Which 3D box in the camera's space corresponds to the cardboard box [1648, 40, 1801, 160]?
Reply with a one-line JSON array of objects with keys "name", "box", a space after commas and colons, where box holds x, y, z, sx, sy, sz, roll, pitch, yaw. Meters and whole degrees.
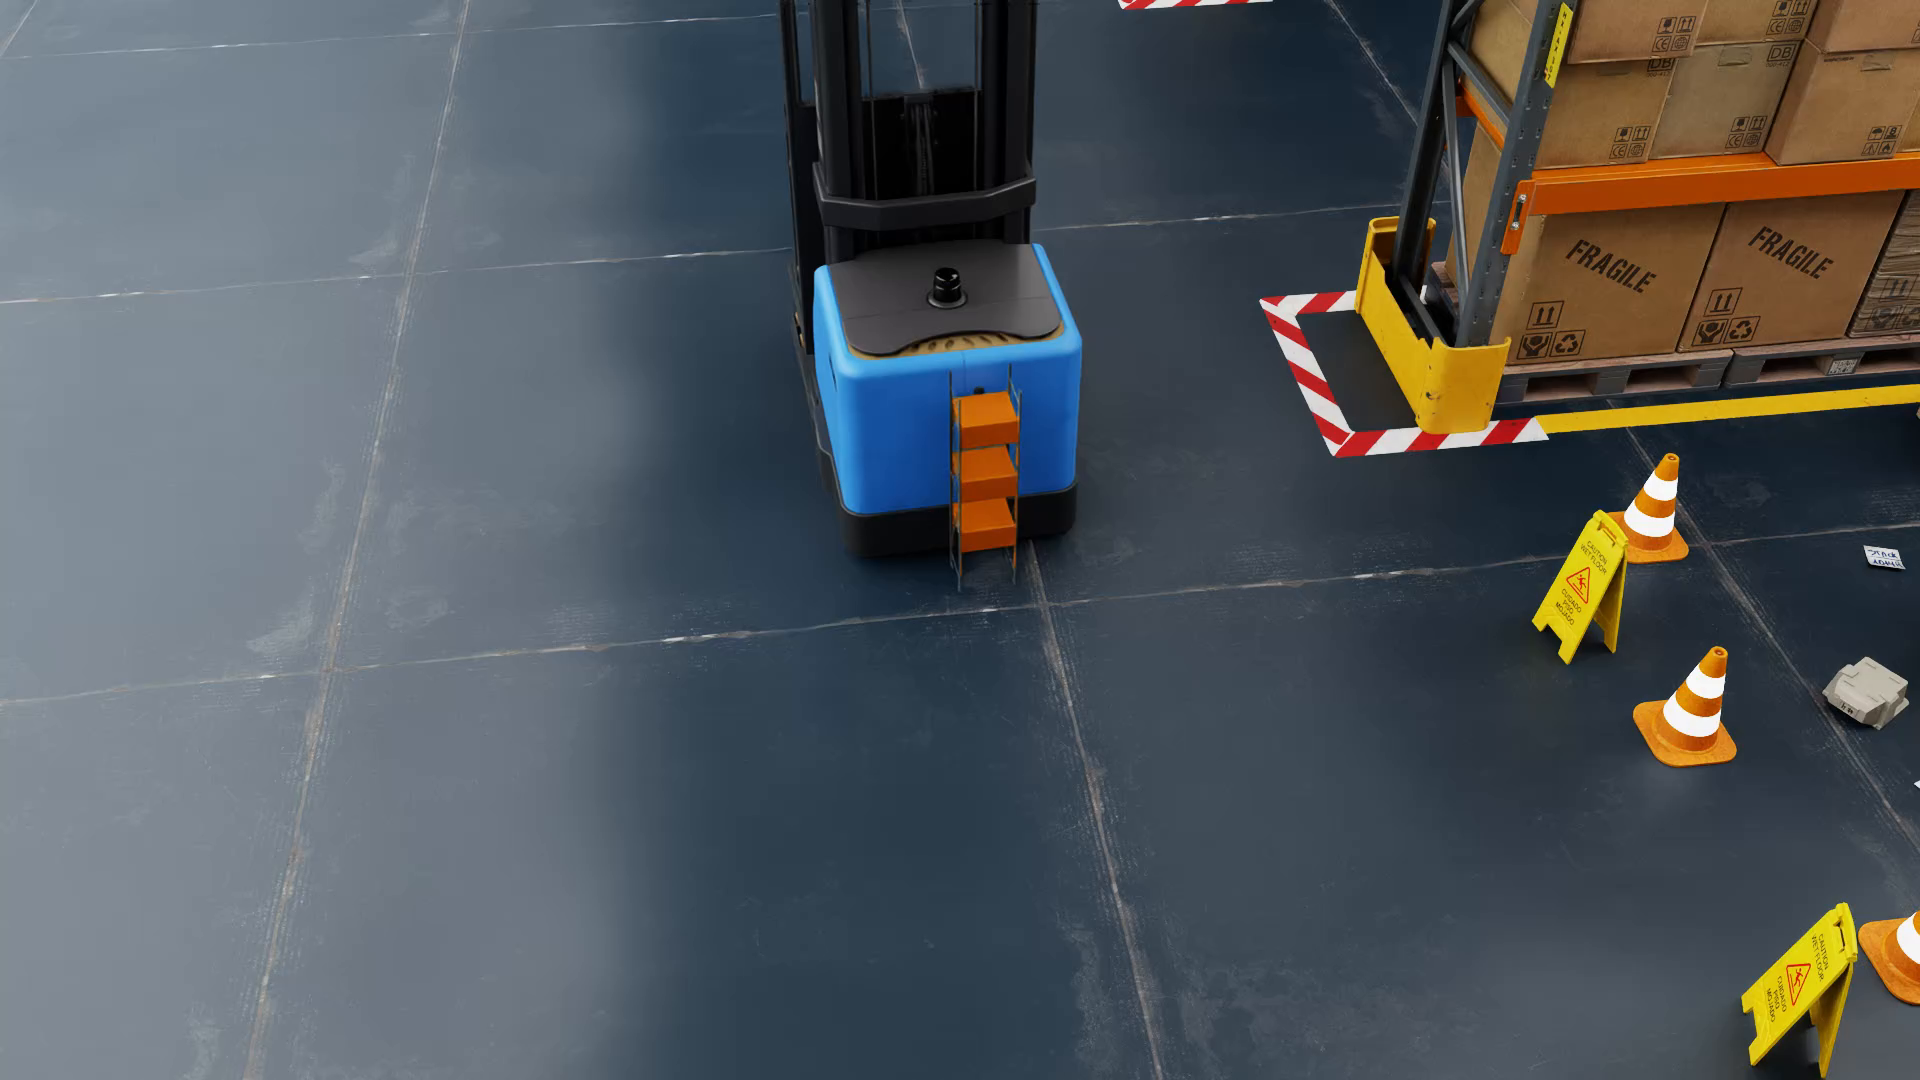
[{"name": "cardboard box", "box": [3.262, -2.202, 7.555, 0.550, 0.550, 0.875, -5, 42, -6]}]

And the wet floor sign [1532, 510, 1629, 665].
[{"name": "wet floor sign", "box": [2.586, 0.170, 6.795, 0.232, 0.644, 0.267, -12, 43, -13]}]

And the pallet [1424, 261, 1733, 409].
[{"name": "pallet", "box": [3.140, -1.108, 8.536, 1.213, 0.211, 1.003, -5, 42, -6]}]

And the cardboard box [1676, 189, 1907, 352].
[{"name": "cardboard box", "box": [3.894, -1.570, 8.238, 0.875, 0.875, 0.875, -6, 42, -6]}]

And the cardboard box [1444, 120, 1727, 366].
[{"name": "cardboard box", "box": [3.021, -1.492, 8.152, 0.875, 0.875, 0.875, -5, 42, -5]}]

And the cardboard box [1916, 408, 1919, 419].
[{"name": "cardboard box", "box": [4.918, -0.626, 7.784, 0.500, 0.500, 0.500, 2, 42, 2]}]

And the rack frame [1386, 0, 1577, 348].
[{"name": "rack frame", "box": [2.358, -2.022, 7.467, 0.127, 3.000, 1.000, -5, 42, -6]}]

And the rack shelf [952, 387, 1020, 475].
[{"name": "rack shelf", "box": [0.100, -0.443, 6.765, 0.240, 0.259, 0.215, -8, 43, -9]}]

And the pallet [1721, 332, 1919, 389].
[{"name": "pallet", "box": [4.347, -1.212, 8.651, 1.213, 0.211, 1.003, -5, 42, -6]}]

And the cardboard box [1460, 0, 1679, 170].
[{"name": "cardboard box", "box": [2.720, -2.140, 7.486, 0.550, 0.550, 0.875, -5, 42, -6]}]

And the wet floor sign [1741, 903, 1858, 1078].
[{"name": "wet floor sign", "box": [2.772, 1.437, 5.390, 0.232, 0.644, 0.267, 8, 43, 9]}]

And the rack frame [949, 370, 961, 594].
[{"name": "rack frame", "box": [-0.020, -0.224, 6.929, 0.008, 1.050, 0.200, -8, 43, -9]}]

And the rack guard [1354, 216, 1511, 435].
[{"name": "rack guard", "box": [2.334, -1.092, 8.302, 0.348, 0.500, 1.175, -5, 42, -6]}]

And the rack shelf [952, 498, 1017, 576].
[{"name": "rack shelf", "box": [0.100, -0.026, 7.141, 0.240, 0.259, 0.215, -8, 43, -9]}]

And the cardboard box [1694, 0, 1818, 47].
[{"name": "cardboard box", "box": [3.264, -2.594, 7.183, 0.550, 0.550, 0.875, -5, 42, -6]}]

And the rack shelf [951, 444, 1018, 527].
[{"name": "rack shelf", "box": [0.100, -0.233, 6.955, 0.240, 0.259, 0.215, -8, 43, -9]}]

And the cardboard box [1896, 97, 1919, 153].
[{"name": "cardboard box", "box": [4.354, -2.241, 7.598, 0.500, 0.550, 0.875, -5, 42, -6]}]

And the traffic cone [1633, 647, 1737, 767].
[{"name": "traffic cone", "box": [2.878, 0.597, 6.458, 0.334, 0.463, 0.336, -5, 42, -6]}]

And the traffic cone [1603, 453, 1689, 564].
[{"name": "traffic cone", "box": [3.068, -0.183, 7.323, 0.334, 0.463, 0.336, -5, 42, -6]}]

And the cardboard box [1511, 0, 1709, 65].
[{"name": "cardboard box", "box": [2.730, -2.485, 7.063, 0.550, 0.550, 0.875, -5, 42, -6]}]

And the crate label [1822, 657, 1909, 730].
[{"name": "crate label", "box": [3.649, 0.609, 6.688, 0.298, 0.136, 0.250, -27, 49, -27]}]

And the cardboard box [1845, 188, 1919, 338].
[{"name": "cardboard box", "box": [4.798, -1.647, 8.325, 0.875, 0.875, 0.875, -5, 42, -5]}]

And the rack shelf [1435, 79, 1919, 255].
[{"name": "rack shelf", "box": [4.341, -1.929, 7.901, 4.000, 0.370, 1.077, -5, 42, -6]}]

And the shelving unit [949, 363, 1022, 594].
[{"name": "shelving unit", "box": [0.100, -0.241, 6.948, 0.252, 1.050, 0.215, -8, 43, -9]}]

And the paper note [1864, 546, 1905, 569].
[{"name": "paper note", "box": [4.091, 0.076, 7.359, 0.142, 0.017, 0.144, 8, 43, 9]}]

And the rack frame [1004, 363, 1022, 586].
[{"name": "rack frame", "box": [0.219, -0.257, 6.966, 0.008, 1.050, 0.200, -8, 43, -9]}]

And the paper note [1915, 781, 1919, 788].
[{"name": "paper note", "box": [3.779, 0.955, 6.383, 0.142, 0.019, 0.148, -19, 45, -20]}]

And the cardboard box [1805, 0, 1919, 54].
[{"name": "cardboard box", "box": [3.837, -2.553, 7.137, 0.550, 0.550, 0.875, -5, 42, -6]}]

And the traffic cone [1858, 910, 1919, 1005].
[{"name": "traffic cone", "box": [3.359, 1.305, 5.673, 0.334, 0.463, 0.336, -5, 42, -6]}]

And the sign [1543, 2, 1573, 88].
[{"name": "sign", "box": [2.424, -2.004, 6.742, 0.005, 0.325, 0.100, -5, 42, -6]}]

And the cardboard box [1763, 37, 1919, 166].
[{"name": "cardboard box", "box": [3.834, -2.167, 7.517, 0.550, 0.550, 0.875, -5, 42, -6]}]

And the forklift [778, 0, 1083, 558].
[{"name": "forklift", "box": [-0.264, -2.007, 7.502, 1.130, 2.935, 3.031, -7, 43, -8]}]
